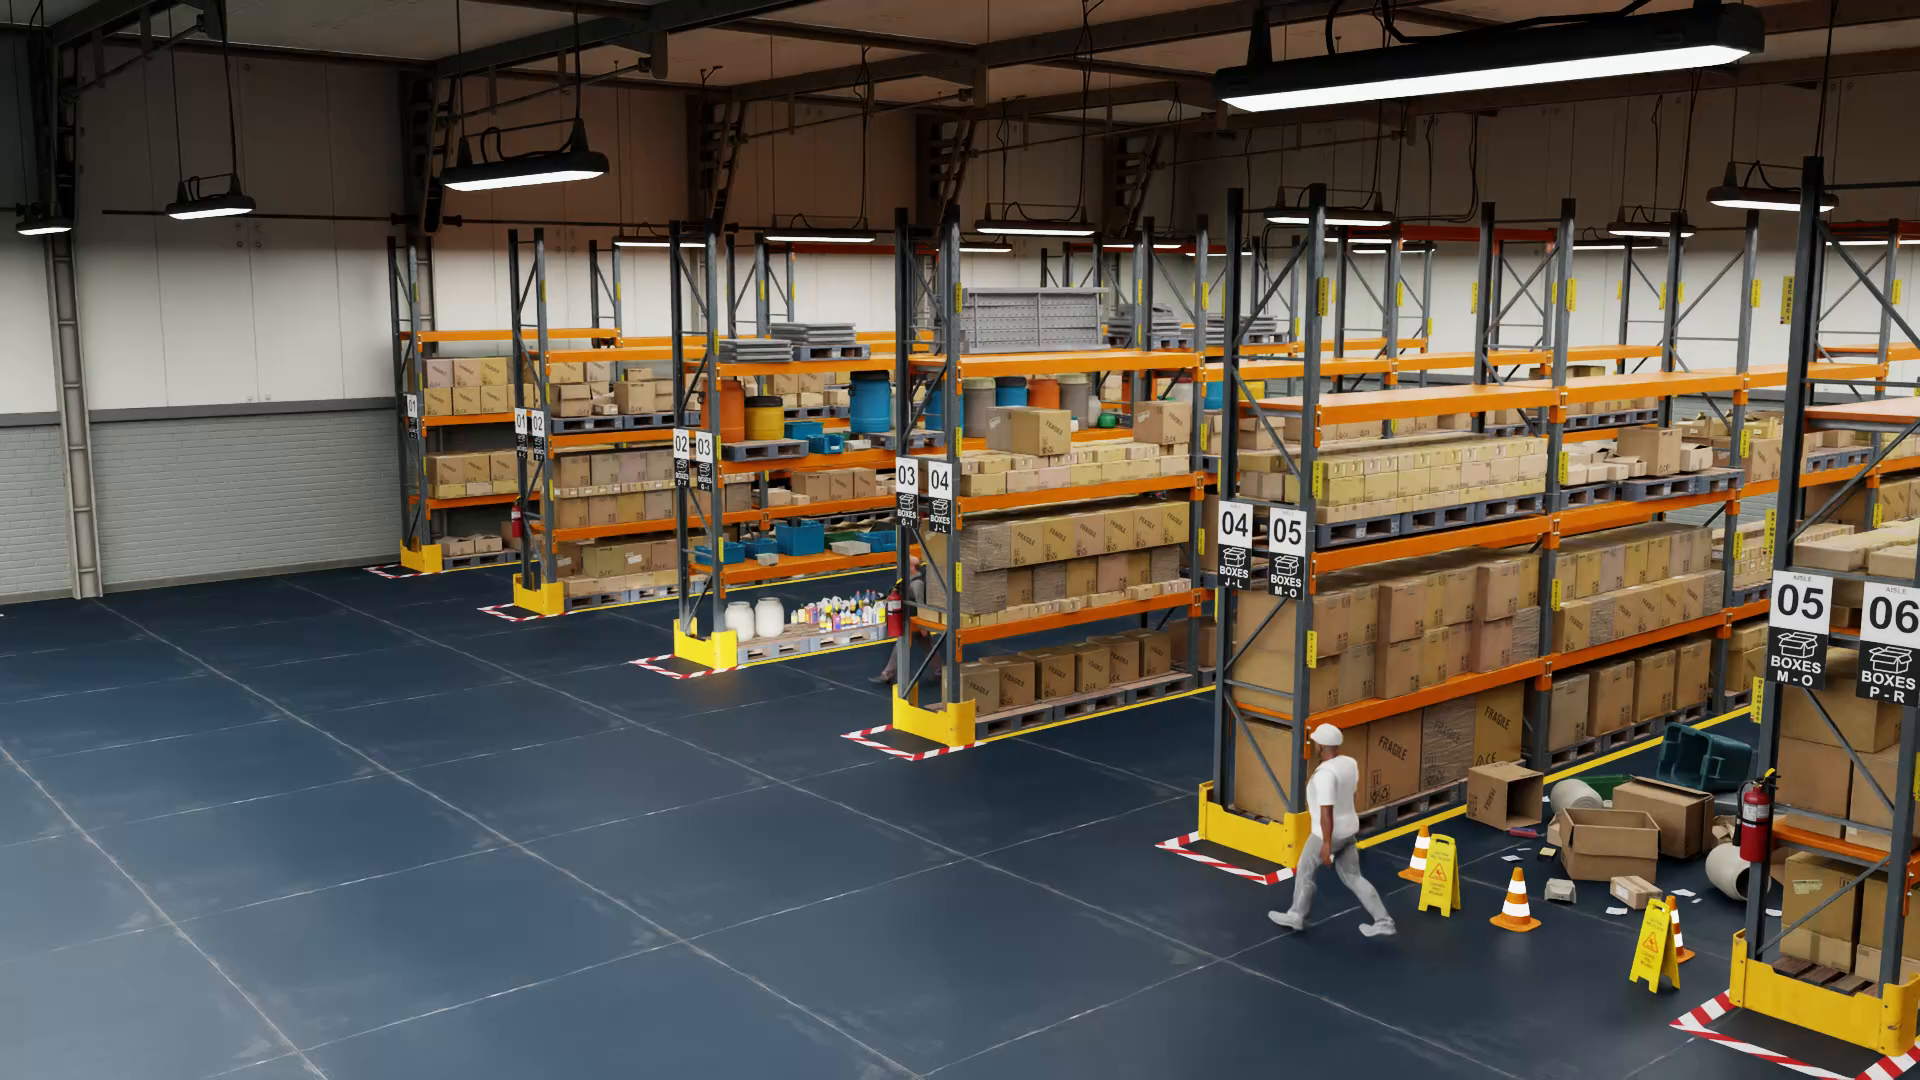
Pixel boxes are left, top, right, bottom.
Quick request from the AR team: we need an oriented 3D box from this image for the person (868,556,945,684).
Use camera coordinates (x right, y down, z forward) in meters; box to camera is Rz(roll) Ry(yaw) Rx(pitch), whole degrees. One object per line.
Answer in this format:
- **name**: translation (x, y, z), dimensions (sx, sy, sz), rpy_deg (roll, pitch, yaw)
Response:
- **person**: translation (-0.657, 1.027, 21.514), dimensions (1.021, 1.664, 0.565), rpy_deg (1, 9, 6)

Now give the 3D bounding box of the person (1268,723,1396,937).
- **person**: translation (2.975, 2.309, 13.165), dimensions (1.040, 1.724, 0.616), rpy_deg (7, 11, 40)
